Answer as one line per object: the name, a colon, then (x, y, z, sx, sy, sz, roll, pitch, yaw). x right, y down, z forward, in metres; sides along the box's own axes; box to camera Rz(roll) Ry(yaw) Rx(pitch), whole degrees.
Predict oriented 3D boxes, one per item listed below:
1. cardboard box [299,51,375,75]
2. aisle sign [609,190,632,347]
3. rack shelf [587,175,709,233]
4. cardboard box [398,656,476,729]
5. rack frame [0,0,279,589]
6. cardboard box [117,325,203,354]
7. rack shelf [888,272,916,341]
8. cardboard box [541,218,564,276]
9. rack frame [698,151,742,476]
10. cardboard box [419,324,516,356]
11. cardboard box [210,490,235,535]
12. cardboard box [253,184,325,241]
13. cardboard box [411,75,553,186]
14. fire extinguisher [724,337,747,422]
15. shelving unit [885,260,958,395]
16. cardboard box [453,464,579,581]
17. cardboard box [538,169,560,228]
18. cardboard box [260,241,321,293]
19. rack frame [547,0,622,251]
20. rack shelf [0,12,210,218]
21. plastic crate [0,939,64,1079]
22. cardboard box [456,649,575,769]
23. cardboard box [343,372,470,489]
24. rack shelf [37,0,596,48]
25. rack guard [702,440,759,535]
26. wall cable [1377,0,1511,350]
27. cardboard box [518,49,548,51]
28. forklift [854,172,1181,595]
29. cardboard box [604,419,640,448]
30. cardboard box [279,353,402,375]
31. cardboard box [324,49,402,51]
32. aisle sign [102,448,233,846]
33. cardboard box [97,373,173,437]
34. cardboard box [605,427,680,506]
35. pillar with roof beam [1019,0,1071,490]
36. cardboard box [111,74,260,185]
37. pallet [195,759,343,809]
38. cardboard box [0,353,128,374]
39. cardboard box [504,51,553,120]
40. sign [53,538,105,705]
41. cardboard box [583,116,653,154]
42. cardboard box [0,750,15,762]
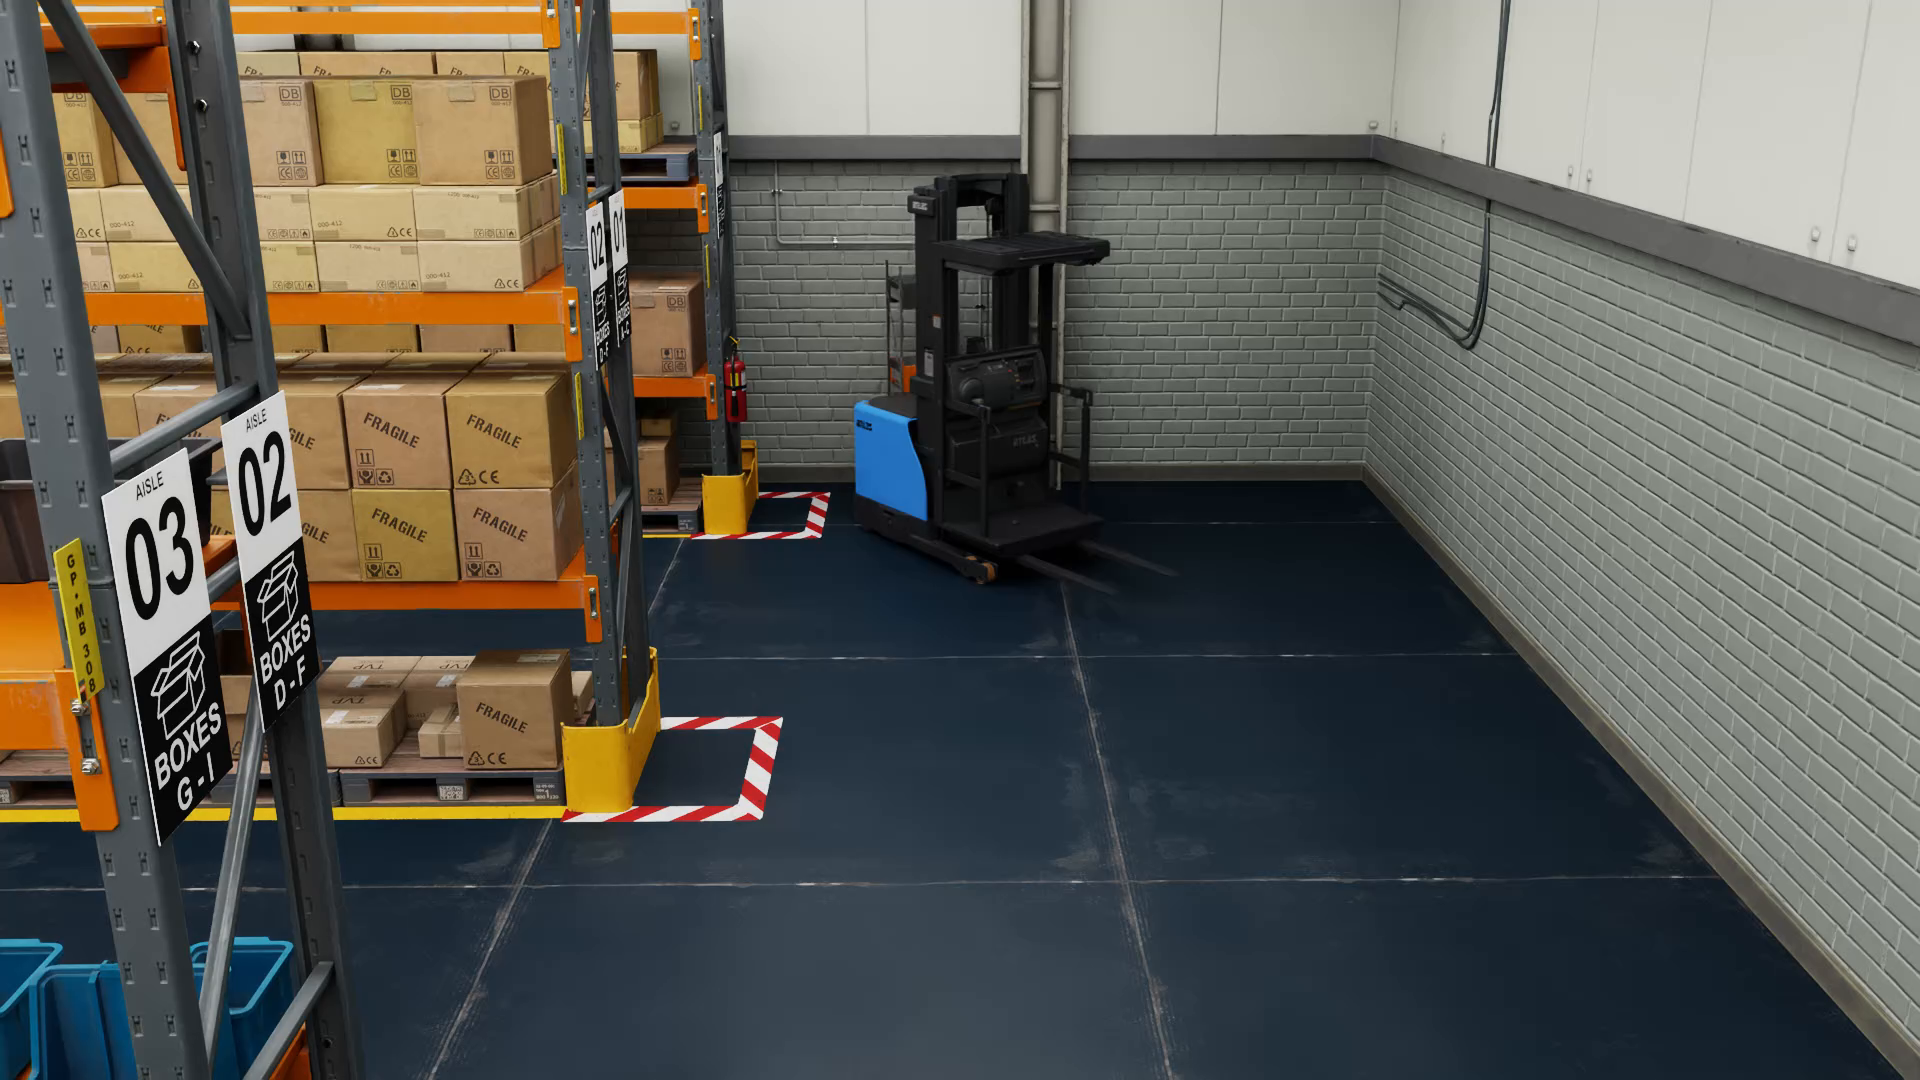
cardboard box: (-4.739, -3.514, 12.846, 0.500, 0.500, 0.500, -1, 18, -2)
aisle sign: (-1.825, -1.464, 8.946, 0.004, 0.787, 0.394, 0, 18, -1)
rack shelf: (-3.970, -2.725, 13.400, 4.000, 0.370, 1.077, 0, 18, -1)
cardboard box: (-2.937, 0.882, 9.669, 0.500, 0.250, 0.500, 0, 18, -1)
rack frame: (-1.814, -1.480, 3.430, 0.127, 3.000, 1.000, 0, 18, -1)
cardboard box: (-6.428, -1.750, 13.407, 0.500, 0.500, 0.500, -1, 18, -2)
rack shelf: (-0.325, -1.995, 14.079, 0.480, 0.518, 0.431, -7, 19, -19)
cardboard box: (-2.406, -1.568, 8.861, 0.500, 0.250, 0.500, 0, 18, -1)
rack frame: (-1.971, -1.649, 13.778, 0.127, 3.000, 1.000, 0, 18, -1)
cardboard box: (-3.970, -1.779, 13.691, 0.700, 0.700, 0.980, -1, 18, -4)
cardboard box: (-3.854, -0.092, 8.760, 0.500, 0.500, 0.500, -1, 18, -2)
cardboard box: (-3.398, -1.647, 8.288, 0.500, 0.250, 0.500, 0, 18, -1)
cardboard box: (-2.402, -2.081, 8.413, 0.500, 0.500, 0.700, 0, 18, -1)
fire extinguisher: (-1.812, -1.295, 13.410, 0.183, 0.674, 0.296, 0, 18, -1)
shelving unit: (-0.323, -1.342, 14.289, 0.503, 2.100, 0.431, -7, 19, -19)
cardboard box: (-2.332, -0.099, 8.781, 0.500, 0.500, 0.500, 0, 18, 1)
cardboard box: (-2.406, -1.808, 8.790, 0.500, 0.250, 0.500, 0, 18, -1)
cardboard box: (-3.398, -1.405, 8.351, 0.500, 0.250, 0.500, 0, 18, -1)
rack frame: (-1.889, -2.993, 8.146, 0.127, 3.000, 1.000, 0, 18, -1)
rack shelf: (-3.814, -0.937, 3.570, 4.000, 0.370, 1.077, 0, 18, -1)
plastic crate: (-2.725, 1.331, 4.662, 0.300, 0.233, 0.416, 0, 18, -1)
cardboard box: (-2.428, 0.922, 9.134, 0.500, 0.500, 0.500, 0, 18, -1)
cardboard box: (-2.834, -0.571, 8.617, 0.500, 0.500, 0.500, 0, 18, 1)
rack shelf: (-3.888, -2.639, 8.226, 4.000, 0.370, 1.077, 0, 18, -1)
rack guard: (-1.947, -0.459, 14.160, 0.348, 0.500, 1.175, 0, 18, -1)
wall cable: (3.690, -2.945, 13.081, 0.112, 2.526, 3.097, 0, 18, -1)
cardboard box: (-3.233, -3.681, 13.367, 0.500, 0.500, 0.500, -1, 18, -2)
forklift: (0.414, -1.231, 12.588, 1.130, 2.935, 3.031, -13, 22, -35)
cardboard box: (-2.794, -0.878, 13.716, 0.250, 0.149, 0.380, 0, 18, -2)
cardboard box: (-3.359, -0.733, 9.121, 0.500, 0.500, 0.500, 0, 18, 0)
cardboard box: (-4.759, -3.669, 13.330, 0.500, 0.500, 0.500, -1, 18, -3)
aisle sign: (-1.738, 0.228, 3.671, 0.004, 0.787, 0.394, 0, 18, -1)
cardboard box: (-4.383, -0.562, 8.589, 0.500, 0.500, 0.500, -1, 18, -2)
cardboard box: (-2.669, -0.625, 13.990, 0.500, 0.500, 0.700, 0, 18, -1)
pillar with roof beam: (0.783, -3.468, 9.627, 0.400, 9.000, 9.100, 0, 18, -1)
cardboard box: (-3.903, -2.095, 8.458, 0.500, 0.500, 0.700, 0, 18, -1)
pallet: (-3.979, 1.201, 9.458, 1.213, 0.211, 1.003, 0, 18, -1)
cardboard box: (-4.874, -0.726, 9.098, 0.500, 0.500, 0.500, -1, 18, -2)
cardboard box: (-3.199, -3.525, 12.881, 0.500, 0.500, 0.500, 0, 18, 1)
sign: (-1.789, 0.166, 3.380, 0.005, 0.325, 0.100, 0, 18, -1)
cardboard box: (-2.699, -3.169, 13.000, 0.500, 0.250, 0.500, 0, 18, 1)
cardboard box: (-5.465, 1.018, 9.146, 0.500, 0.311, 0.500, 0, 18, -1)
